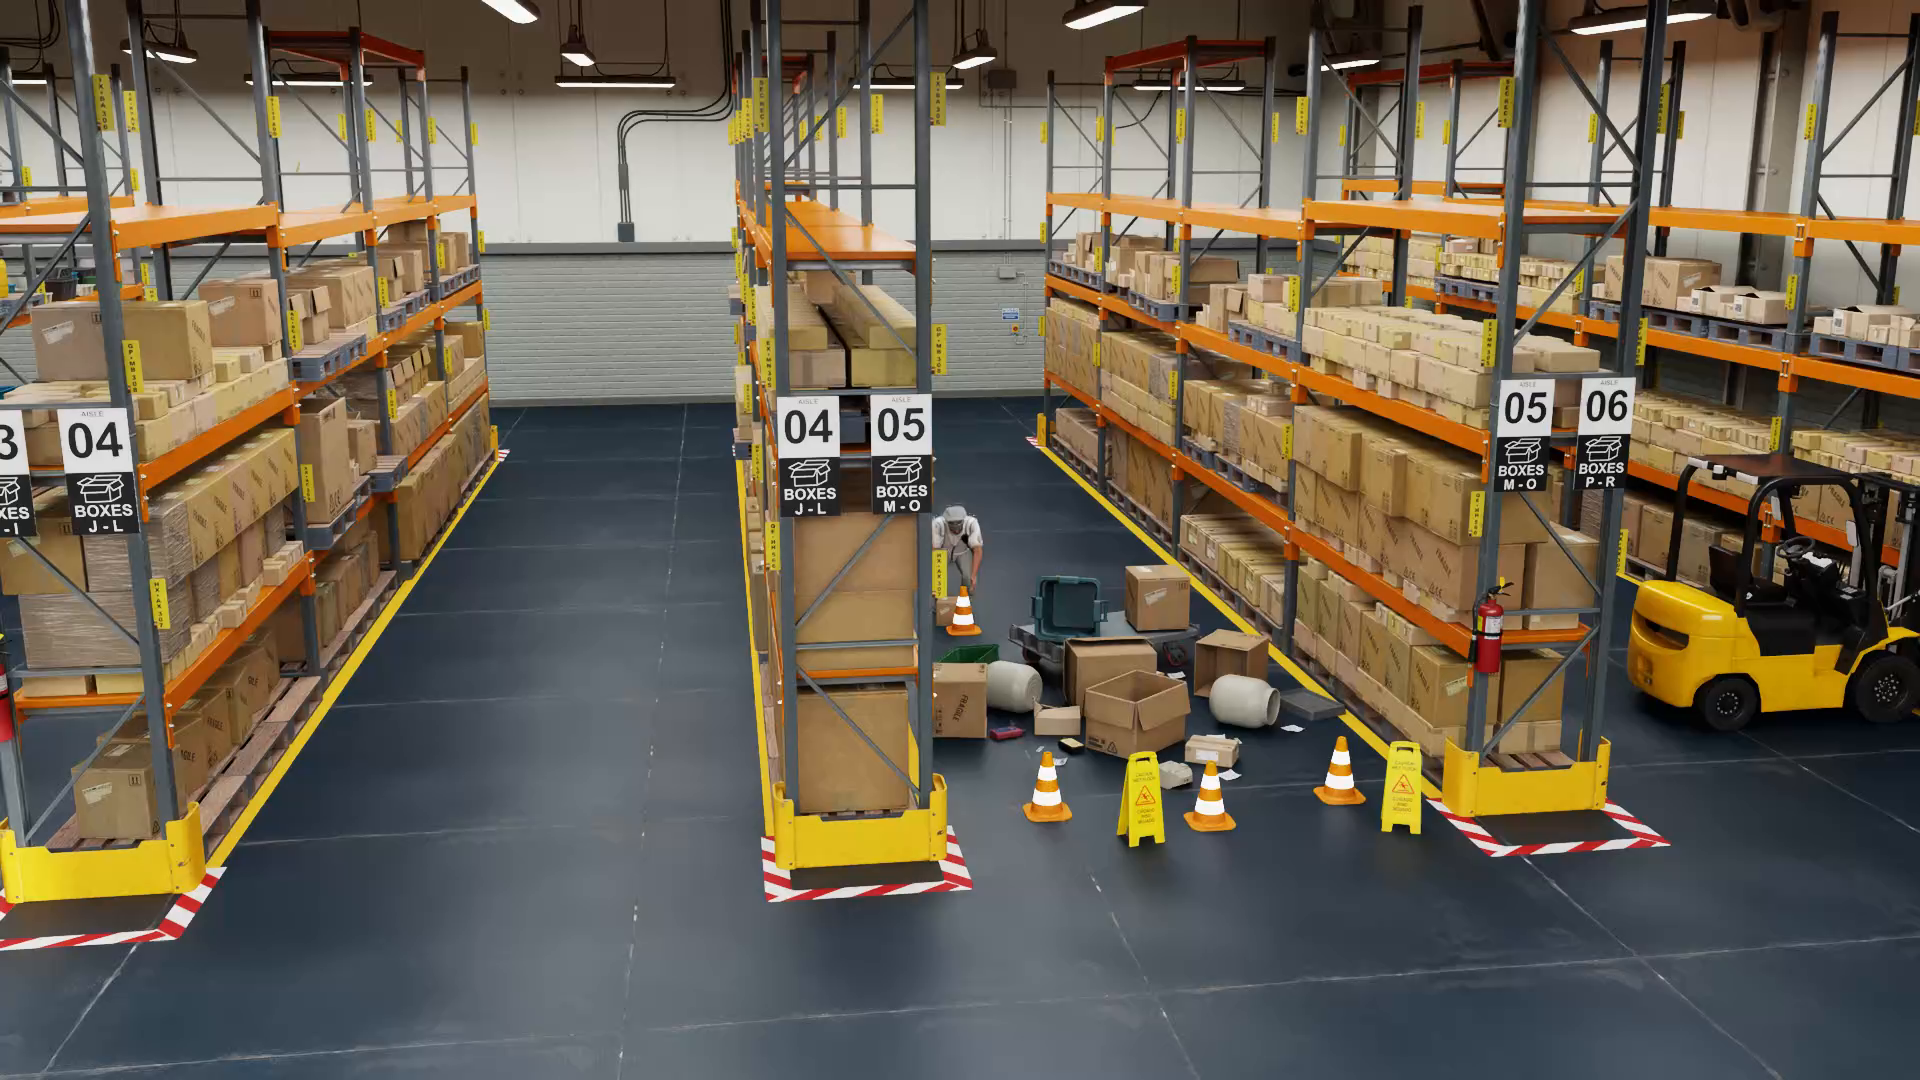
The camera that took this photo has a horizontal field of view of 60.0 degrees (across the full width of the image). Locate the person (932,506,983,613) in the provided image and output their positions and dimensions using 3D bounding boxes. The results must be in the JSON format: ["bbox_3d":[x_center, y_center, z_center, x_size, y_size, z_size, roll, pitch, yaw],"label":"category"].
[{"bbox_3d":[-0.045,0.183,17.399,0.577,1.205,0.900,1,13,4],"label":"person"}]
